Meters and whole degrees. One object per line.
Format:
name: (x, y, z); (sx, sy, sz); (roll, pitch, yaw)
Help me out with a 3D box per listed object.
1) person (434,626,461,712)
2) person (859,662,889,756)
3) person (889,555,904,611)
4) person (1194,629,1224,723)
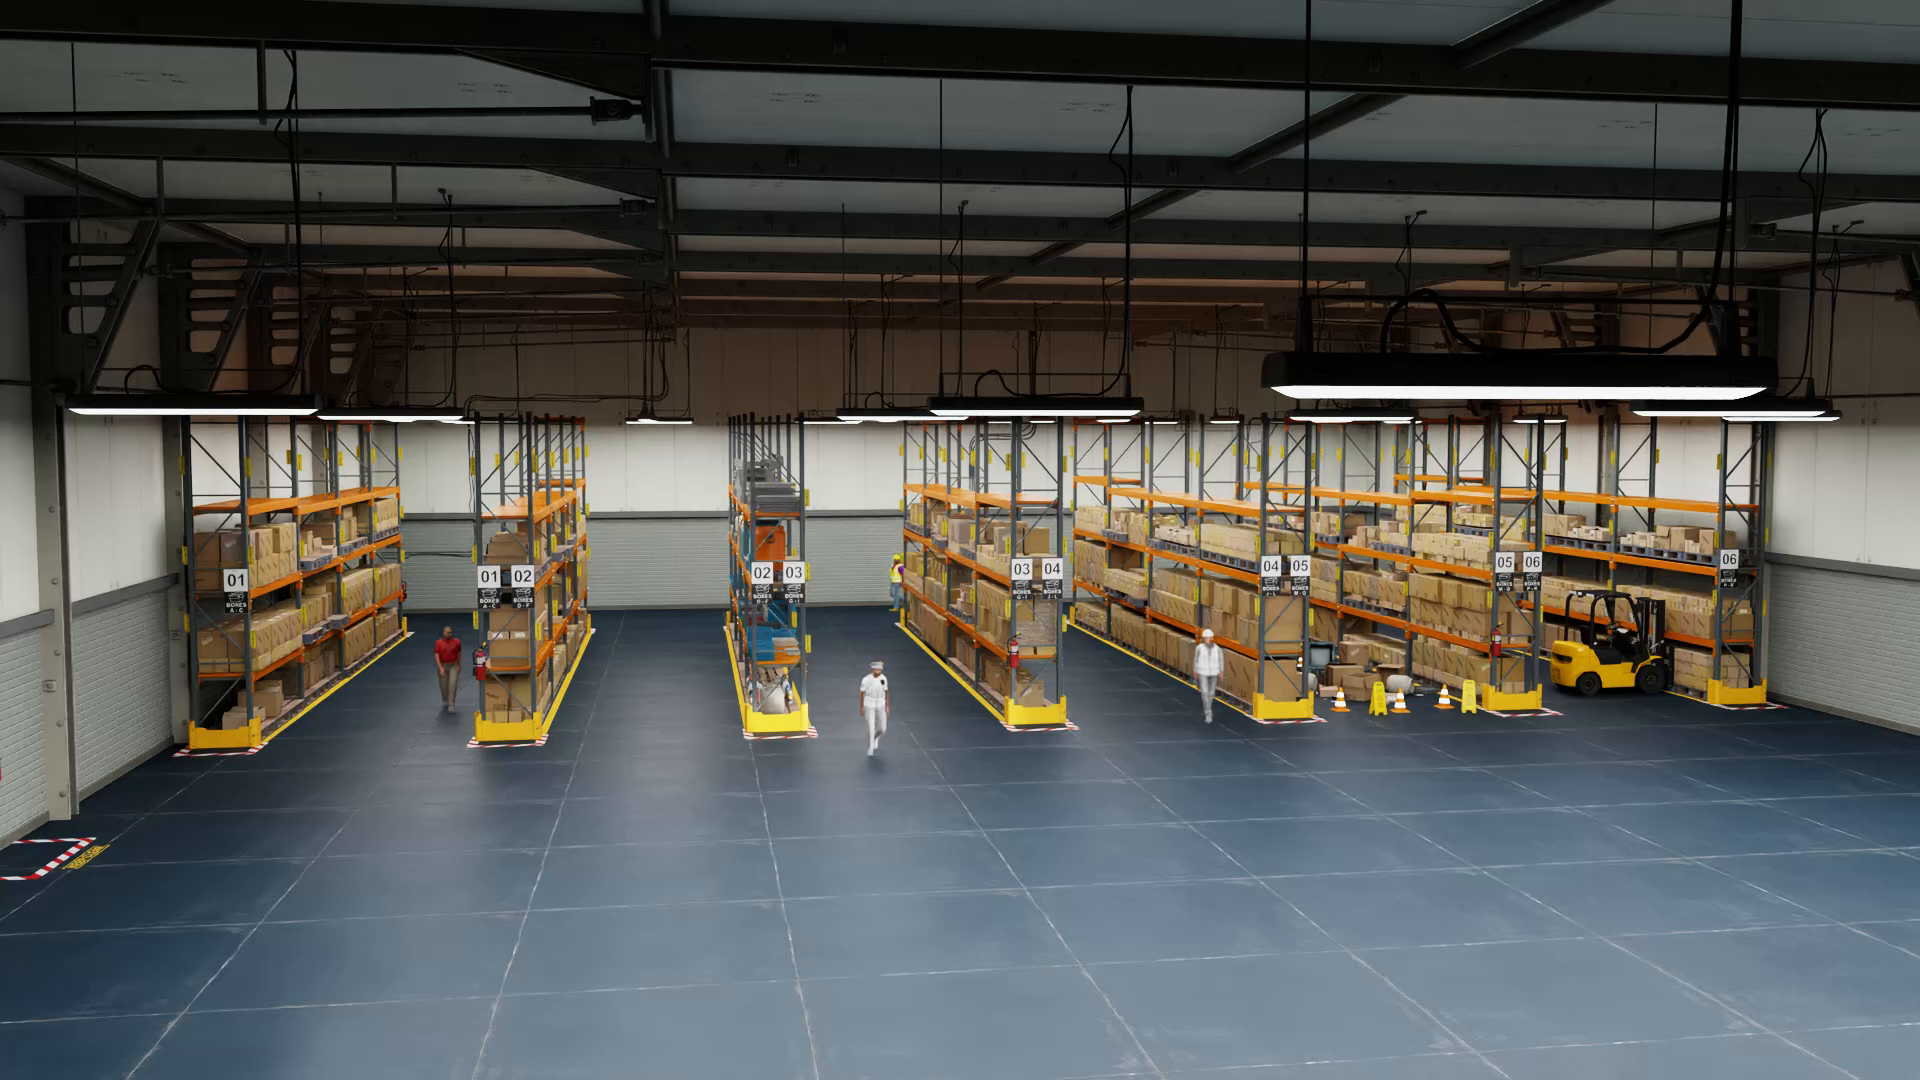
person: (-10.360, 2.584, 33.653); (0.528, 1.673, 0.976); (-1, 4, -18)
person: (-1.531, 2.924, 29.188); (0.505, 1.653, 0.587); (-2, 4, -22)
person: (-1.938, 1.326, 51.611); (0.617, 1.750, 0.546); (-2, 4, -25)
person: (4.883, 2.624, 32.478); (0.568, 1.751, 0.846); (0, 4, -3)
